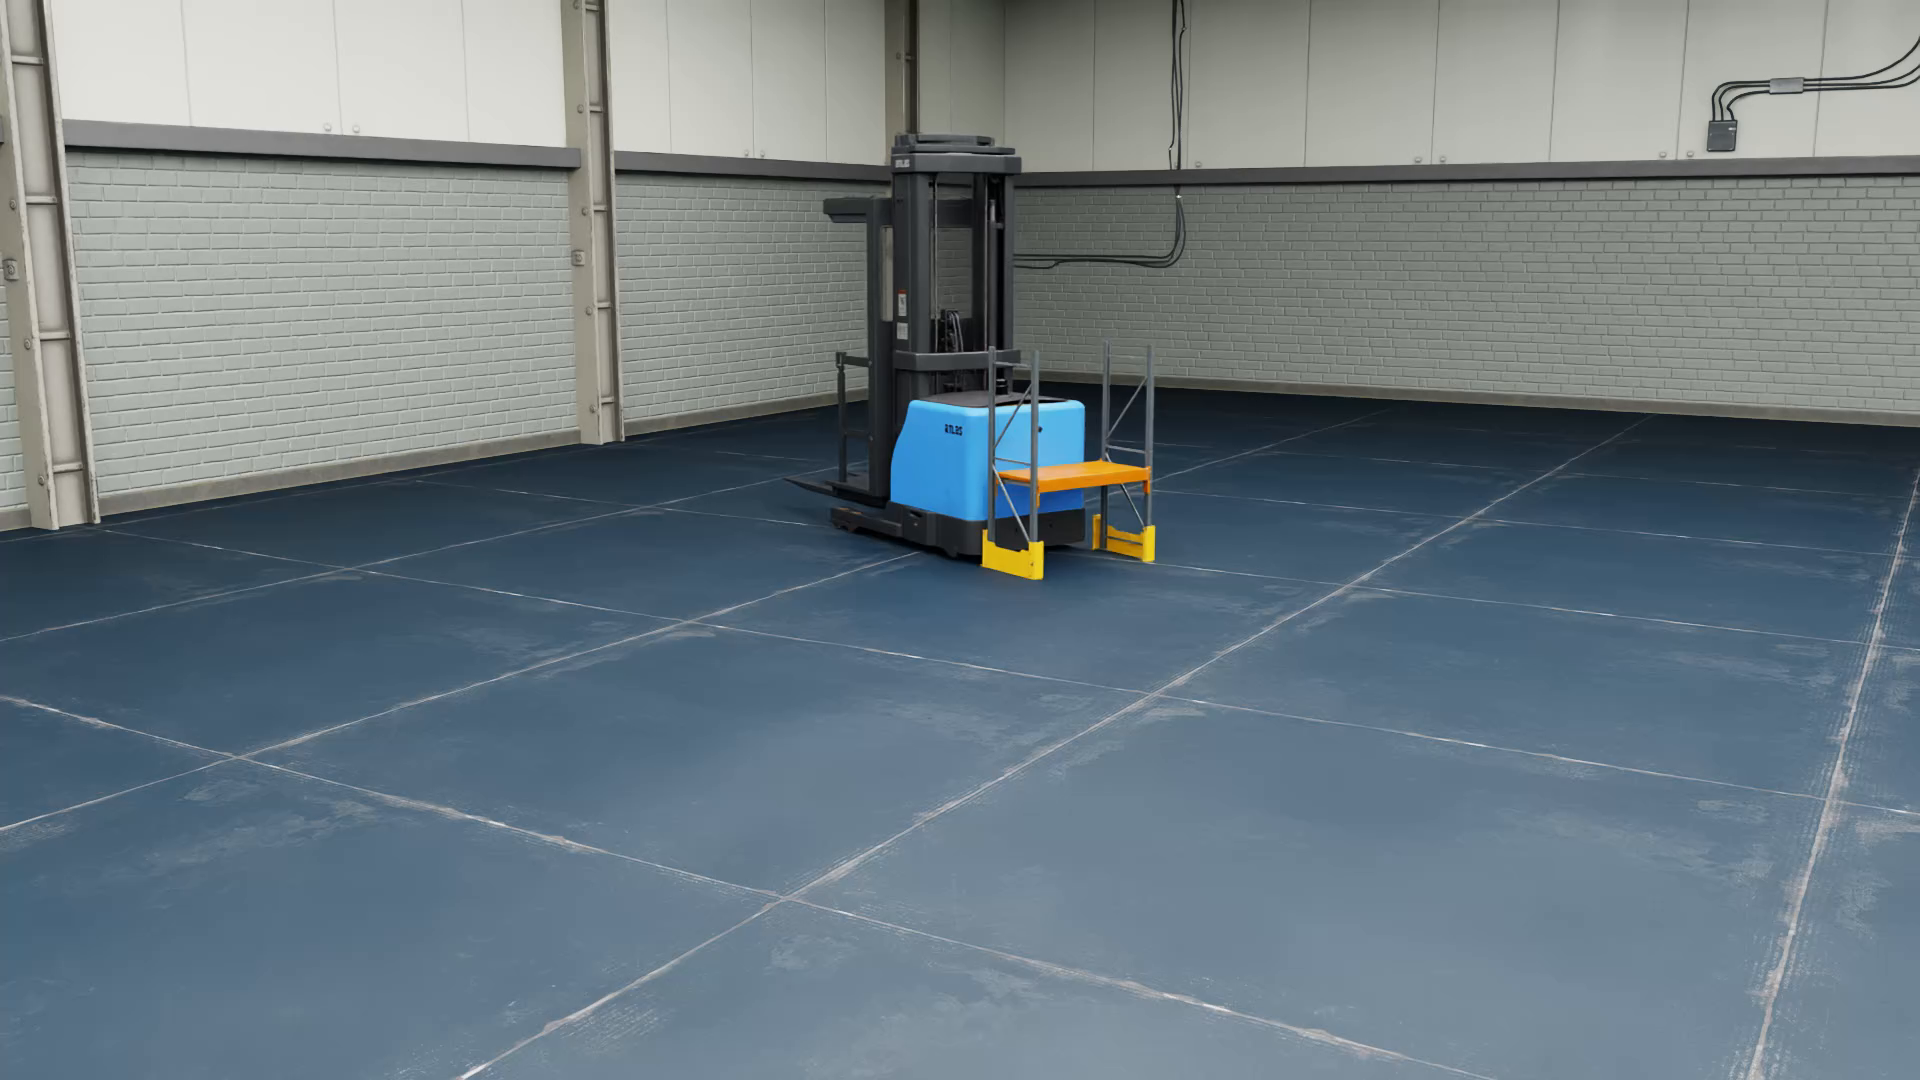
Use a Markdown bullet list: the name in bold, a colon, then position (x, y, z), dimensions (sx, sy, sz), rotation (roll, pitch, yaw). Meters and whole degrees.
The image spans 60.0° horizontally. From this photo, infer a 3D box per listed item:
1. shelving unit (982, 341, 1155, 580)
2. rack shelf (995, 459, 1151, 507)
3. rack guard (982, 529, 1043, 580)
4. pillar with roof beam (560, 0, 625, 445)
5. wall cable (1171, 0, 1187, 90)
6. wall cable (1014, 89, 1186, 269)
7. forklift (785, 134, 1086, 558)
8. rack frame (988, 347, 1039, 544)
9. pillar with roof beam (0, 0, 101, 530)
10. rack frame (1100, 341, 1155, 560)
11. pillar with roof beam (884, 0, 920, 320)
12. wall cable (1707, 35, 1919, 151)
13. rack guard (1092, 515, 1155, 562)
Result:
- **shelving unit**: position (0.752, -0.574, 11.357), dimensions (1.083, 1.500, 0.587), rotation (-8, 13, -36)
- **rack shelf**: position (0.759, -0.398, 11.395), dimensions (1.000, 0.185, 0.538), rotation (-8, 13, -36)
- **rack guard**: position (0.350, 0.095, 11.182), dimensions (0.087, 0.250, 0.587), rotation (-8, 13, -36)
- **pillar with roof beam**: position (-0.211, -5.078, 15.040), dimensions (9.100, 9.000, 0.400), rotation (6, 12, 31)
- **wall cable**: position (4.197, -7.468, 22.518), dimensions (3.097, 2.526, 0.112), rotation (6, 12, 31)
- **wall cable**: position (1.885, -5.244, 24.363), dimensions (3.097, 2.526, 0.112), rotation (6, 12, 31)
- **forklift**: position (-0.343, -1.542, 12.639), dimensions (1.130, 2.935, 3.031), rotation (-7, 13, -34)
- **rack frame**: position (0.349, -0.519, 11.066), dimensions (0.032, 1.500, 0.500), rotation (-8, 13, -36)
- **pillar with roof beam**: position (-3.326, -4.135, 10.000), dimensions (9.100, 9.000, 0.400), rotation (6, 12, 31)
- **rack frame**: position (1.168, -0.630, 11.659), dimensions (0.032, 1.500, 0.500), rotation (-8, 13, -36)
- **pillar with roof beam**: position (2.904, -6.022, 20.081), dimensions (9.100, 9.000, 0.400), rotation (6, 12, 31)
- **wall cable**: position (9.990, -7.532, 18.907), dimensions (2.305, 6.003, 0.169), rotation (6, 12, 31)
- **rack guard**: position (1.153, -0.014, 11.762), dimensions (0.087, 0.250, 0.587), rotation (-8, 13, -36)
